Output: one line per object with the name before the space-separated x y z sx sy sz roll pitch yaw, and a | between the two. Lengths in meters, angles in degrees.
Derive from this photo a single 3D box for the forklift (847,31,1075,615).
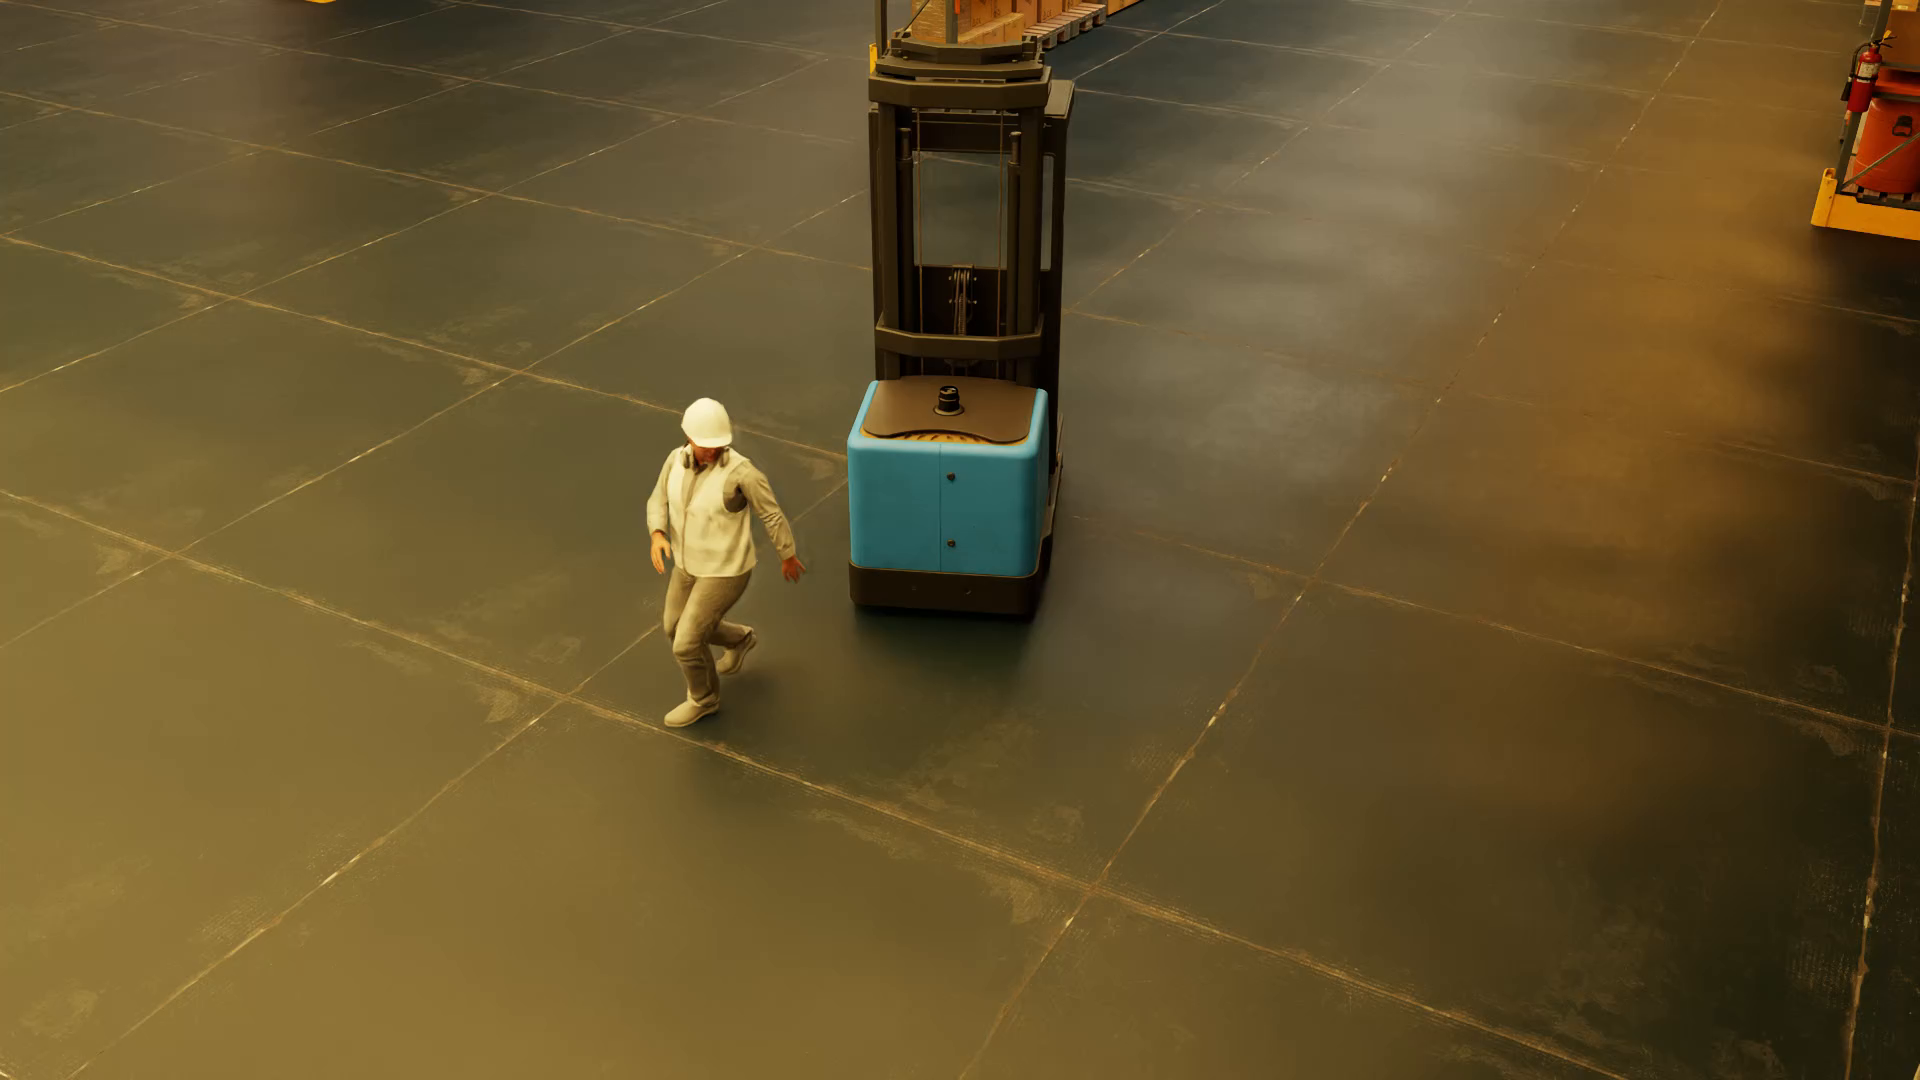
forklift | 0.072 -1.572 9.794 1.130 2.935 3.031 3 30 6

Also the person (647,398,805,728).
person | -1.210 0.094 8.149 0.714 1.702 0.624 -24 38 -35
